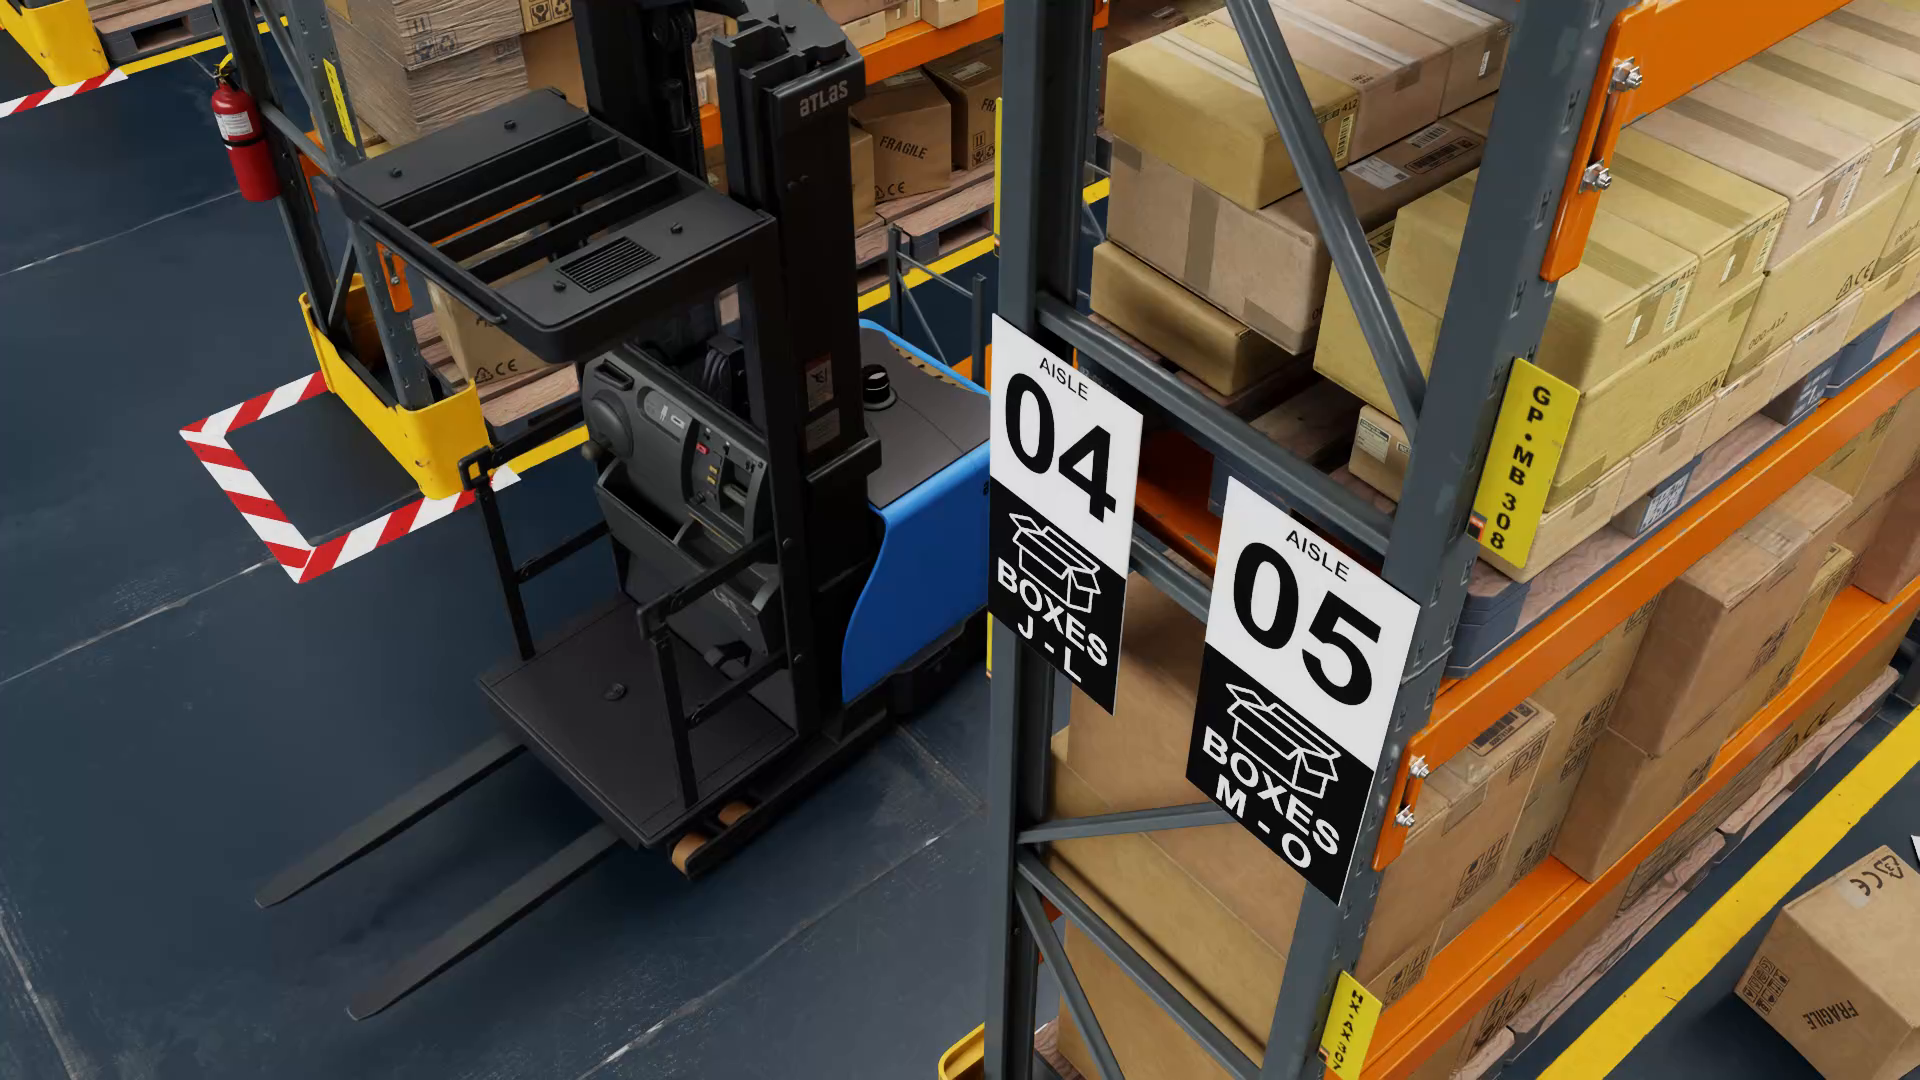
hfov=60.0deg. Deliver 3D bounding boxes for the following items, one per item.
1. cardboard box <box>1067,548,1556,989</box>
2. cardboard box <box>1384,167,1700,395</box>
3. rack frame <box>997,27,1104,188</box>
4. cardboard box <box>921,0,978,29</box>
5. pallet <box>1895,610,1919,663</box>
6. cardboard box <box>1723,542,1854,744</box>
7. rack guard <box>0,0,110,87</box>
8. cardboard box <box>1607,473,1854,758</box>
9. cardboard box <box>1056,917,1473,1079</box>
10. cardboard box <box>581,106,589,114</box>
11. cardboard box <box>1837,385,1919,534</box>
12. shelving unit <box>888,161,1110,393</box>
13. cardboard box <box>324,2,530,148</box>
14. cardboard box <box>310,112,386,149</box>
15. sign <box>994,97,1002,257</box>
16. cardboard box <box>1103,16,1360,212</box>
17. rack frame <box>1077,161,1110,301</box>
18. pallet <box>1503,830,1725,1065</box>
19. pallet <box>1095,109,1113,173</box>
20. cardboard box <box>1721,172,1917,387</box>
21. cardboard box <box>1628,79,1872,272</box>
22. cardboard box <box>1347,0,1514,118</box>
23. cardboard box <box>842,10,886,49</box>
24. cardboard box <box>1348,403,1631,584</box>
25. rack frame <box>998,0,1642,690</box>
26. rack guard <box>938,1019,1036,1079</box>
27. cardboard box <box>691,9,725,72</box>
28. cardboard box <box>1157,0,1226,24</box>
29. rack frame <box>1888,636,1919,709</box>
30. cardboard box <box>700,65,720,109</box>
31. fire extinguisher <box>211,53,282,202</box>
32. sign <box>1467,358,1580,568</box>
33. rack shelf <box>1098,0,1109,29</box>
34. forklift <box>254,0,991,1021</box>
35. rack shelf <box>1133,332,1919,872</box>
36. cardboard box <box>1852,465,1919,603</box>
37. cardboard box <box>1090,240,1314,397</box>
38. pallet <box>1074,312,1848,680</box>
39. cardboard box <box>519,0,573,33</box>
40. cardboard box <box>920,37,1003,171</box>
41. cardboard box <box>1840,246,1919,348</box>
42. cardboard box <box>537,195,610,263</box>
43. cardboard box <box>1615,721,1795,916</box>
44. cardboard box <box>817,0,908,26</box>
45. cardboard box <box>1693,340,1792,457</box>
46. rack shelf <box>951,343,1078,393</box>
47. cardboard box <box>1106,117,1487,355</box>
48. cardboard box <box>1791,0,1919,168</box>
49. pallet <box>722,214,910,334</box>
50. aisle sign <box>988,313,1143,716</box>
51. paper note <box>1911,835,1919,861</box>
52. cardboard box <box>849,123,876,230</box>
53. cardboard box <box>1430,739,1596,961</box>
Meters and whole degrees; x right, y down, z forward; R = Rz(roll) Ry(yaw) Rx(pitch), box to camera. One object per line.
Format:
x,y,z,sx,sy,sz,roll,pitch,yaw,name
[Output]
0.744,0.453,3.732,0.550,0.550,0.875,-30,51,-28,cardboard box
0.895,-0.417,2.587,0.250,0.149,0.380,-29,50,-27,cardboard box
0.398,-3.362,8.692,0.127,3.000,1.000,-30,51,-28,rack frame
-0.126,-2.670,8.139,0.250,0.149,0.380,-30,51,-28,cardboard box
4.047,-0.075,7.229,1.213,0.211,1.003,-30,51,-28,pallet
1.988,0.115,4.880,0.500,0.550,0.875,-30,51,-28,cardboard box
-5.820,-3.353,10.508,0.348,0.500,1.175,-30,51,-28,rack guard
1.624,-0.011,4.226,0.550,0.550,0.875,-30,51,-28,cardboard box
0.913,1.333,4.938,0.875,0.875,0.875,-29,51,-28,cardboard box
-1.714,-1.836,7.250,0.250,0.149,0.380,-30,51,-28,cardboard box
2.348,-0.549,4.799,0.550,0.550,0.875,-30,51,-28,cardboard box
0.274,-0.786,7.045,0.587,1.500,1.083,34,53,31,shelving unit
-2.230,-1.977,6.927,0.500,0.500,0.875,-30,51,-28,cardboard box
-2.584,-1.747,7.156,0.250,0.149,0.380,-30,51,-28,cardboard box
0.097,-0.634,3.008,0.005,0.325,0.100,-30,51,-28,sign
0.475,-0.764,2.956,0.250,0.149,0.380,-29,51,-28,cardboard box
0.626,-1.028,7.303,0.500,1.500,0.032,34,53,31,rack frame
1.933,1.135,5.941,1.213,0.211,1.003,-30,51,-28,pallet
0.994,-2.688,10.012,1.213,0.211,1.003,-30,51,-28,pallet
1.358,-0.593,3.066,0.500,0.250,0.500,-30,51,-28,cardboard box
1.284,-0.639,2.824,0.250,0.149,0.380,-30,51,-28,cardboard box
0.865,-0.985,3.192,0.250,0.149,0.380,-29,50,-27,cardboard box
-0.569,-2.498,7.956,0.250,0.149,0.380,-30,51,-28,cardboard box
0.904,-0.129,2.863,0.250,0.149,0.380,-29,51,-28,cardboard box
0.435,-1.143,1.947,0.127,3.000,1.000,-30,51,-28,rack frame
0.416,1.966,4.845,0.348,0.500,1.175,-30,51,-28,rack guard
-1.513,-2.456,7.438,0.500,0.500,0.875,-30,51,-28,cardboard box
1.261,-3.069,9.885,0.500,0.500,0.700,-30,51,-28,cardboard box
3.503,-0.713,5.871,0.127,3.000,1.000,-30,51,-28,rack frame
-1.086,-2.121,7.555,0.250,0.149,0.380,-30,51,-28,cardboard box
-3.053,-1.768,7.052,0.183,0.674,0.296,-30,51,-28,fire extinguisher
0.786,-0.103,2.334,0.005,0.325,0.100,-30,51,-28,sign
1.932,-3.978,9.874,4.000,0.370,1.077,-30,51,-28,rack shelf
-1.108,-0.257,5.437,1.130,2.935,3.031,34,53,31,forklift
1.969,-0.665,4.155,4.000,0.370,1.077,-30,51,-28,rack shelf
2.820,-0.346,5.371,0.550,0.550,0.875,-30,51,-28,cardboard box
0.472,-0.471,3.227,0.250,0.149,0.380,-30,51,-28,cardboard box
0.997,-0.348,3.357,1.213,0.211,1.003,-30,51,-28,pallet
-1.685,-2.429,6.678,0.500,0.500,0.500,-30,51,-28,cardboard box
0.066,-2.449,9.239,0.500,0.500,0.500,-31,52,-29,cardboard box
1.678,-0.573,3.335,0.250,0.149,0.380,-30,51,-28,cardboard box
-1.744,-1.393,8.115,0.500,0.500,0.500,-17,46,-18,cardboard box
2.287,0.546,5.776,0.875,0.875,0.875,-29,51,-28,cardboard box
-0.712,-2.868,7.876,0.500,0.500,0.875,-30,51,-28,cardboard box
1.291,-0.351,3.099,0.250,0.149,0.380,-30,51,-28,cardboard box
0.268,-0.650,7.163,0.538,0.185,1.000,34,53,31,rack shelf
0.631,-0.654,3.131,0.500,0.250,0.500,-29,50,-27,cardboard box
1.675,-0.863,3.062,0.250,0.149,0.380,-31,51,-29,cardboard box
-1.031,-1.493,8.739,1.213,0.211,1.003,-30,51,-28,pallet
0.188,-0.030,3.245,0.004,0.787,0.394,-30,51,-28,aisle sign
3.568,1.140,6.067,0.147,0.020,0.142,7,44,7,paper note
-0.795,-1.879,8.633,0.500,0.500,0.500,34,53,31,cardboard box
1.098,0.550,4.418,0.550,0.550,0.875,-30,51,-28,cardboard box
